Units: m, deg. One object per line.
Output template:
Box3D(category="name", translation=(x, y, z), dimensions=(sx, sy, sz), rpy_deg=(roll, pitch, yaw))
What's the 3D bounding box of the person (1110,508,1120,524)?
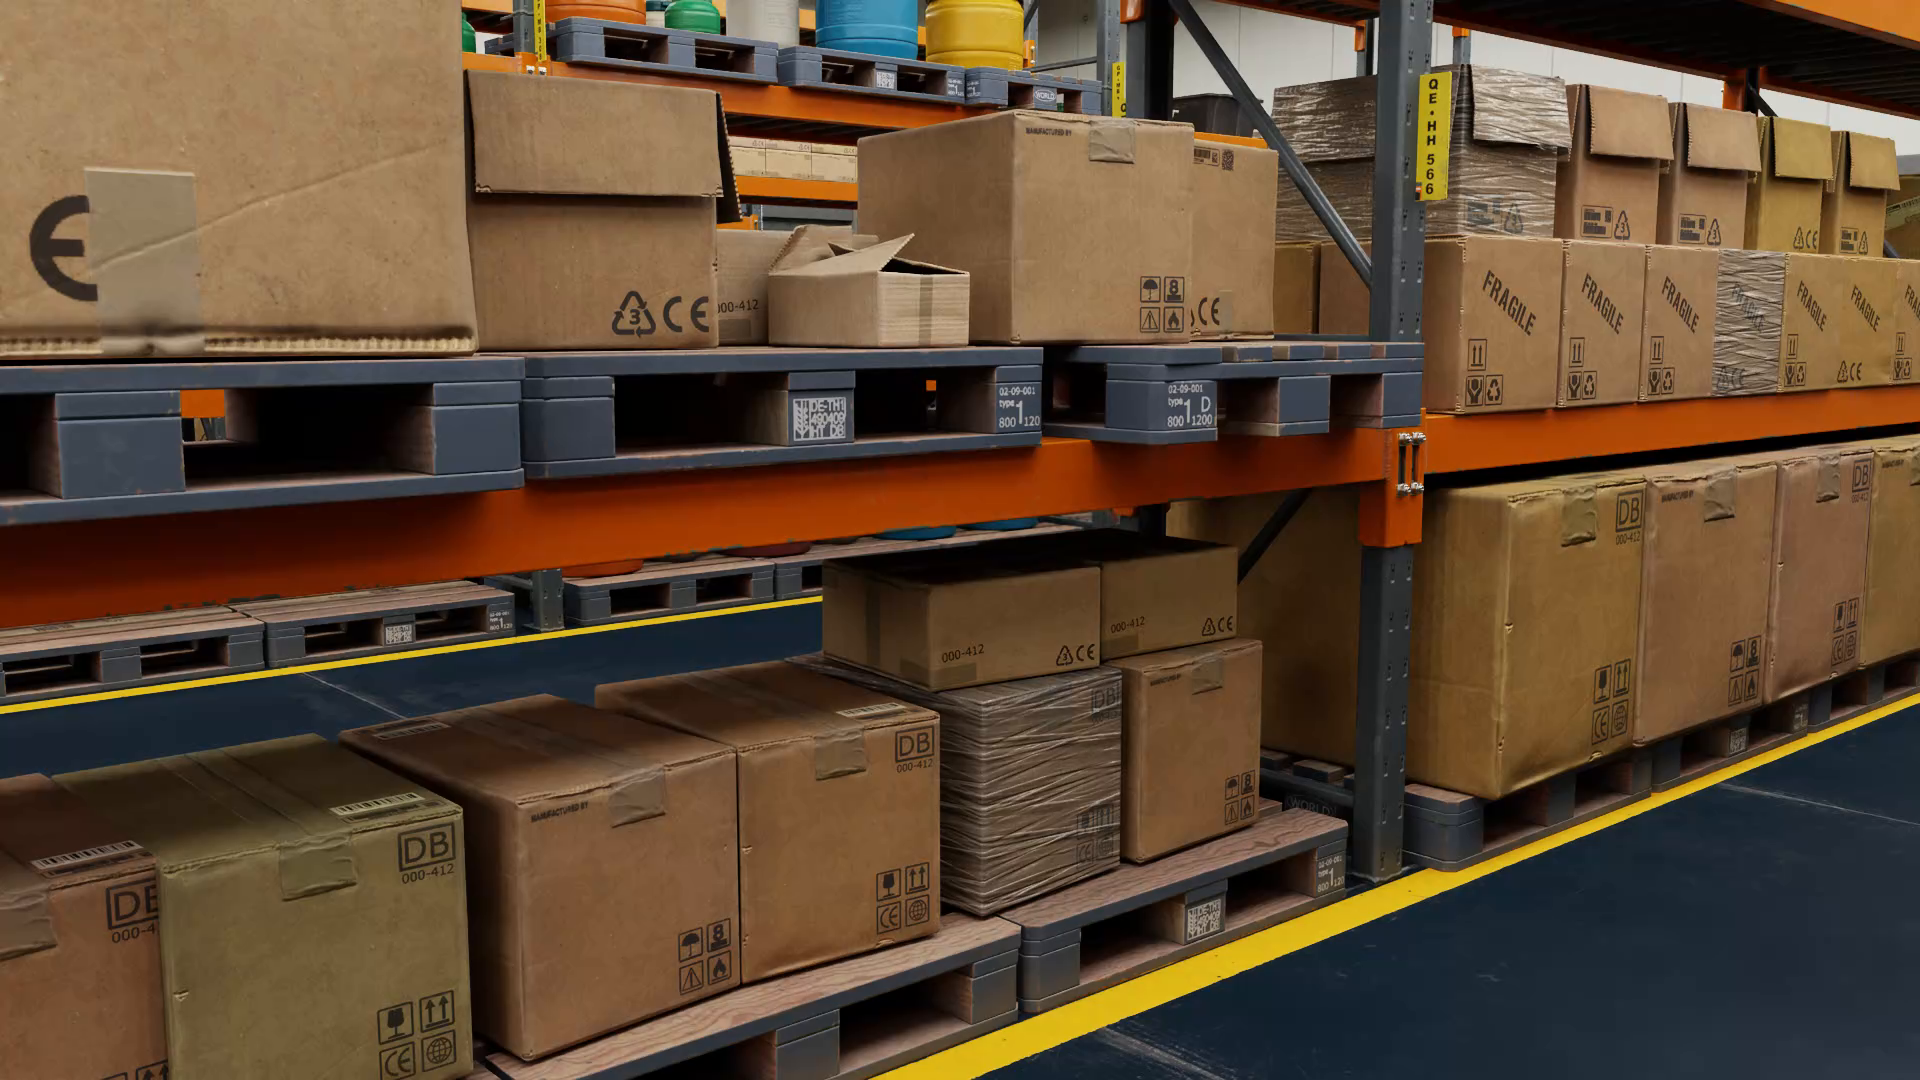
Box3D(category="person", translation=(0.960, -0.191, 7.216), dimensions=(0.814, 1.564, 0.519), rpy_deg=(-7, 10, -43))
